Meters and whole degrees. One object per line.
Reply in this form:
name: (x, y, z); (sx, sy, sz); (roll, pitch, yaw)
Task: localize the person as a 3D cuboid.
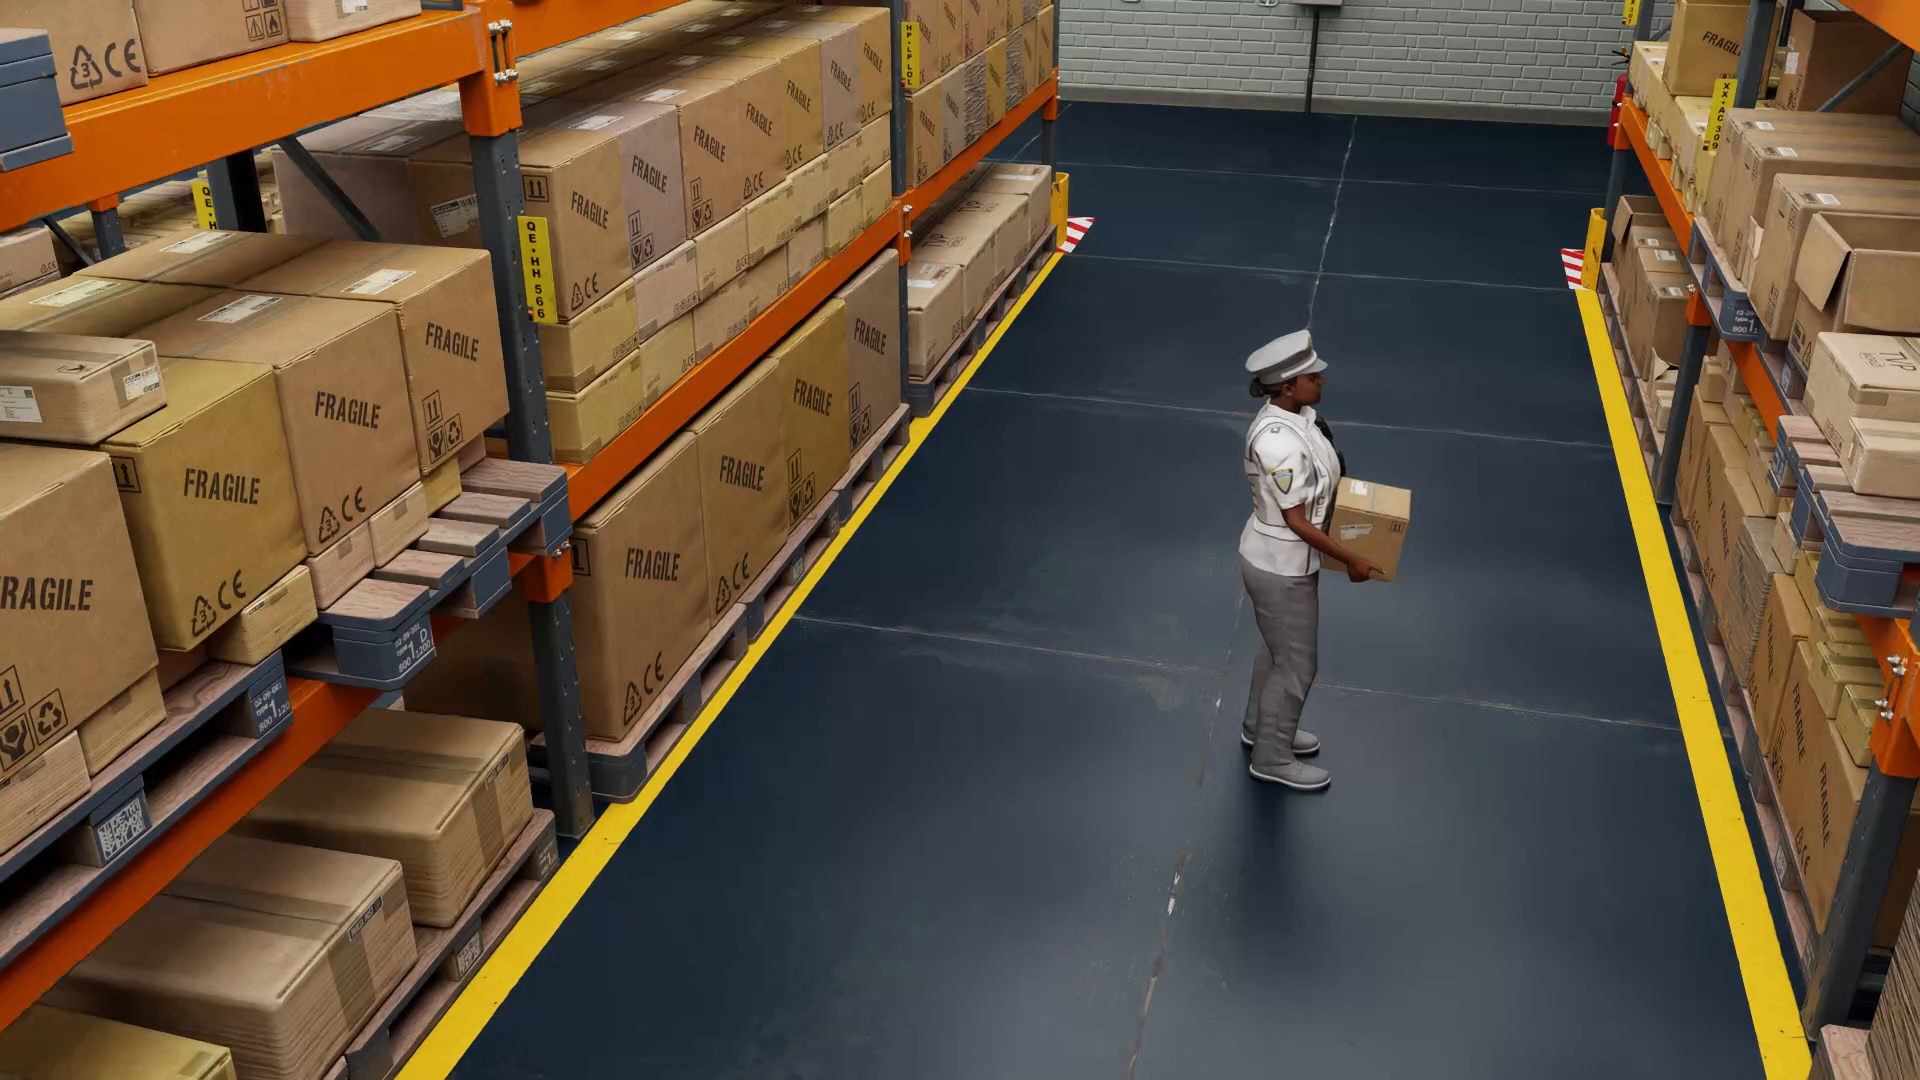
person: (1.232, 0.082, 5.911); (0.540, 1.683, 0.450); (7, 26, 13)
